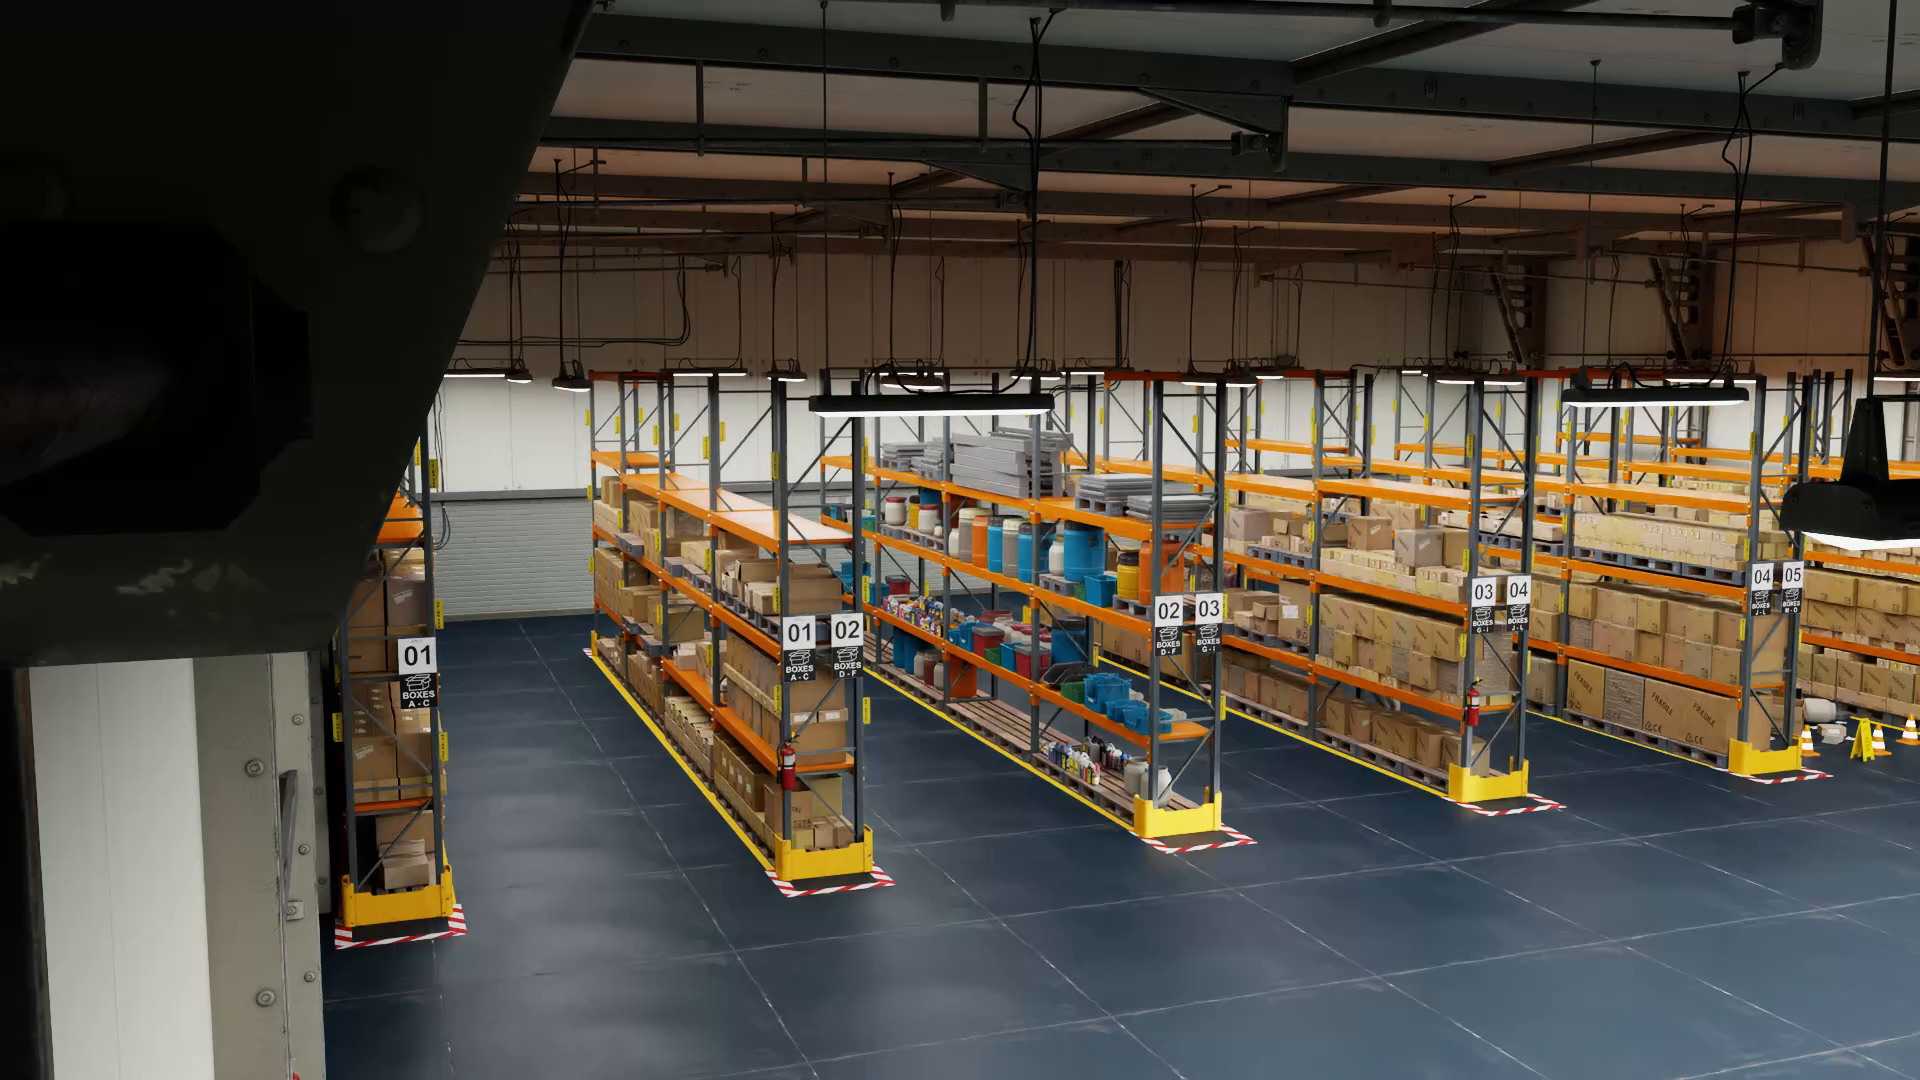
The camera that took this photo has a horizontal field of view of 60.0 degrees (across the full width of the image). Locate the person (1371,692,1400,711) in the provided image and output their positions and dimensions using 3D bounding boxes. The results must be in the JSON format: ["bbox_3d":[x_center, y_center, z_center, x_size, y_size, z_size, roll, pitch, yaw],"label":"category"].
[{"bbox_3d":[7.396,2.255,28.611,0.659,1.768,0.462,6,9,43],"label":"person"}]

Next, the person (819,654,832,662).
[{"bbox_3d":[-2.694,1.874,33.039,0.470,1.603,0.742,-2,7,-14],"label":"person"}]

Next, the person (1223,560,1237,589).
[{"bbox_3d":[5.857,1.318,37.038,0.576,1.776,0.569,-4,7,-30],"label":"person"}]
